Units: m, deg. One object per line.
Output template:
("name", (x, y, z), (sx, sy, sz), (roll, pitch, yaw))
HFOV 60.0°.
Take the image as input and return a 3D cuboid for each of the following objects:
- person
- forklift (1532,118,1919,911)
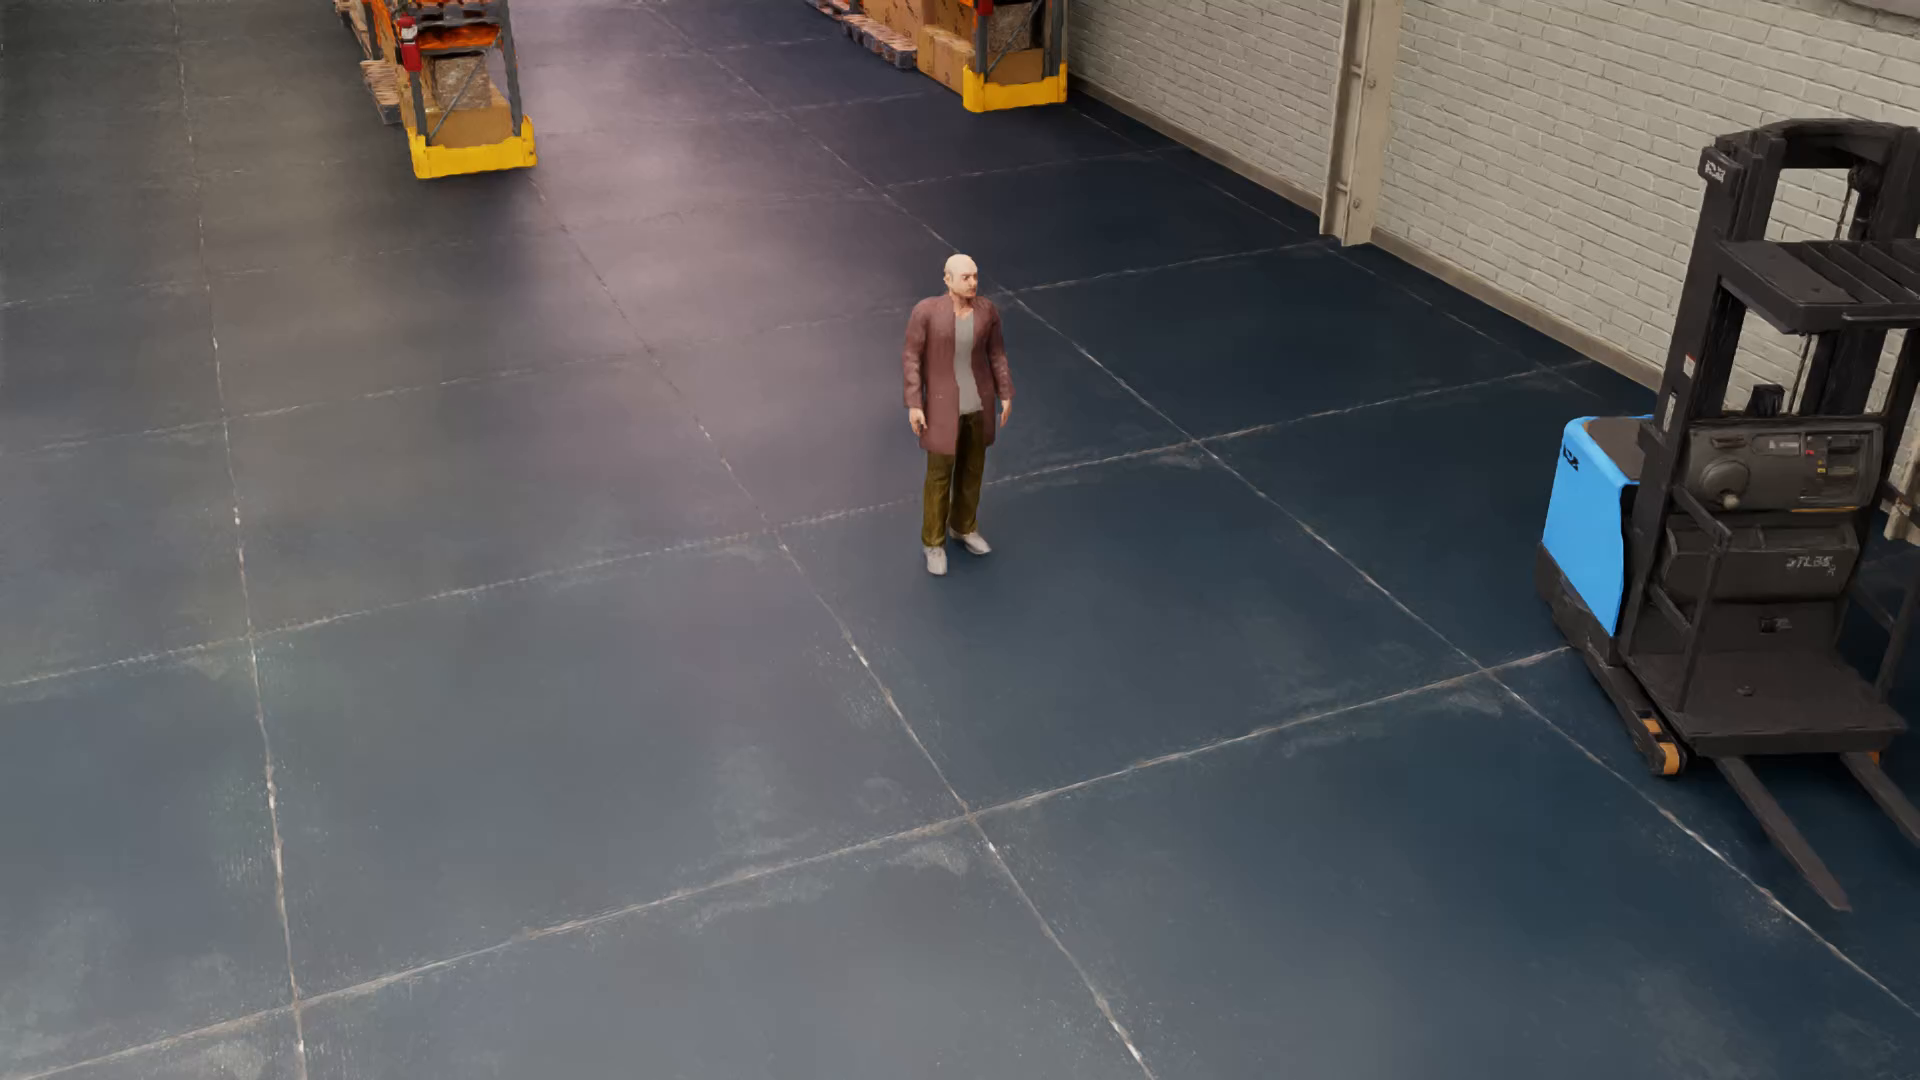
("person", (0.032, -0.735, 9.554), (0.694, 1.776, 0.580), (-12, 32, -20))
("forklift", (3.895, -0.299, 7.643), (1.130, 2.935, 3.031), (-2, 30, -3))
